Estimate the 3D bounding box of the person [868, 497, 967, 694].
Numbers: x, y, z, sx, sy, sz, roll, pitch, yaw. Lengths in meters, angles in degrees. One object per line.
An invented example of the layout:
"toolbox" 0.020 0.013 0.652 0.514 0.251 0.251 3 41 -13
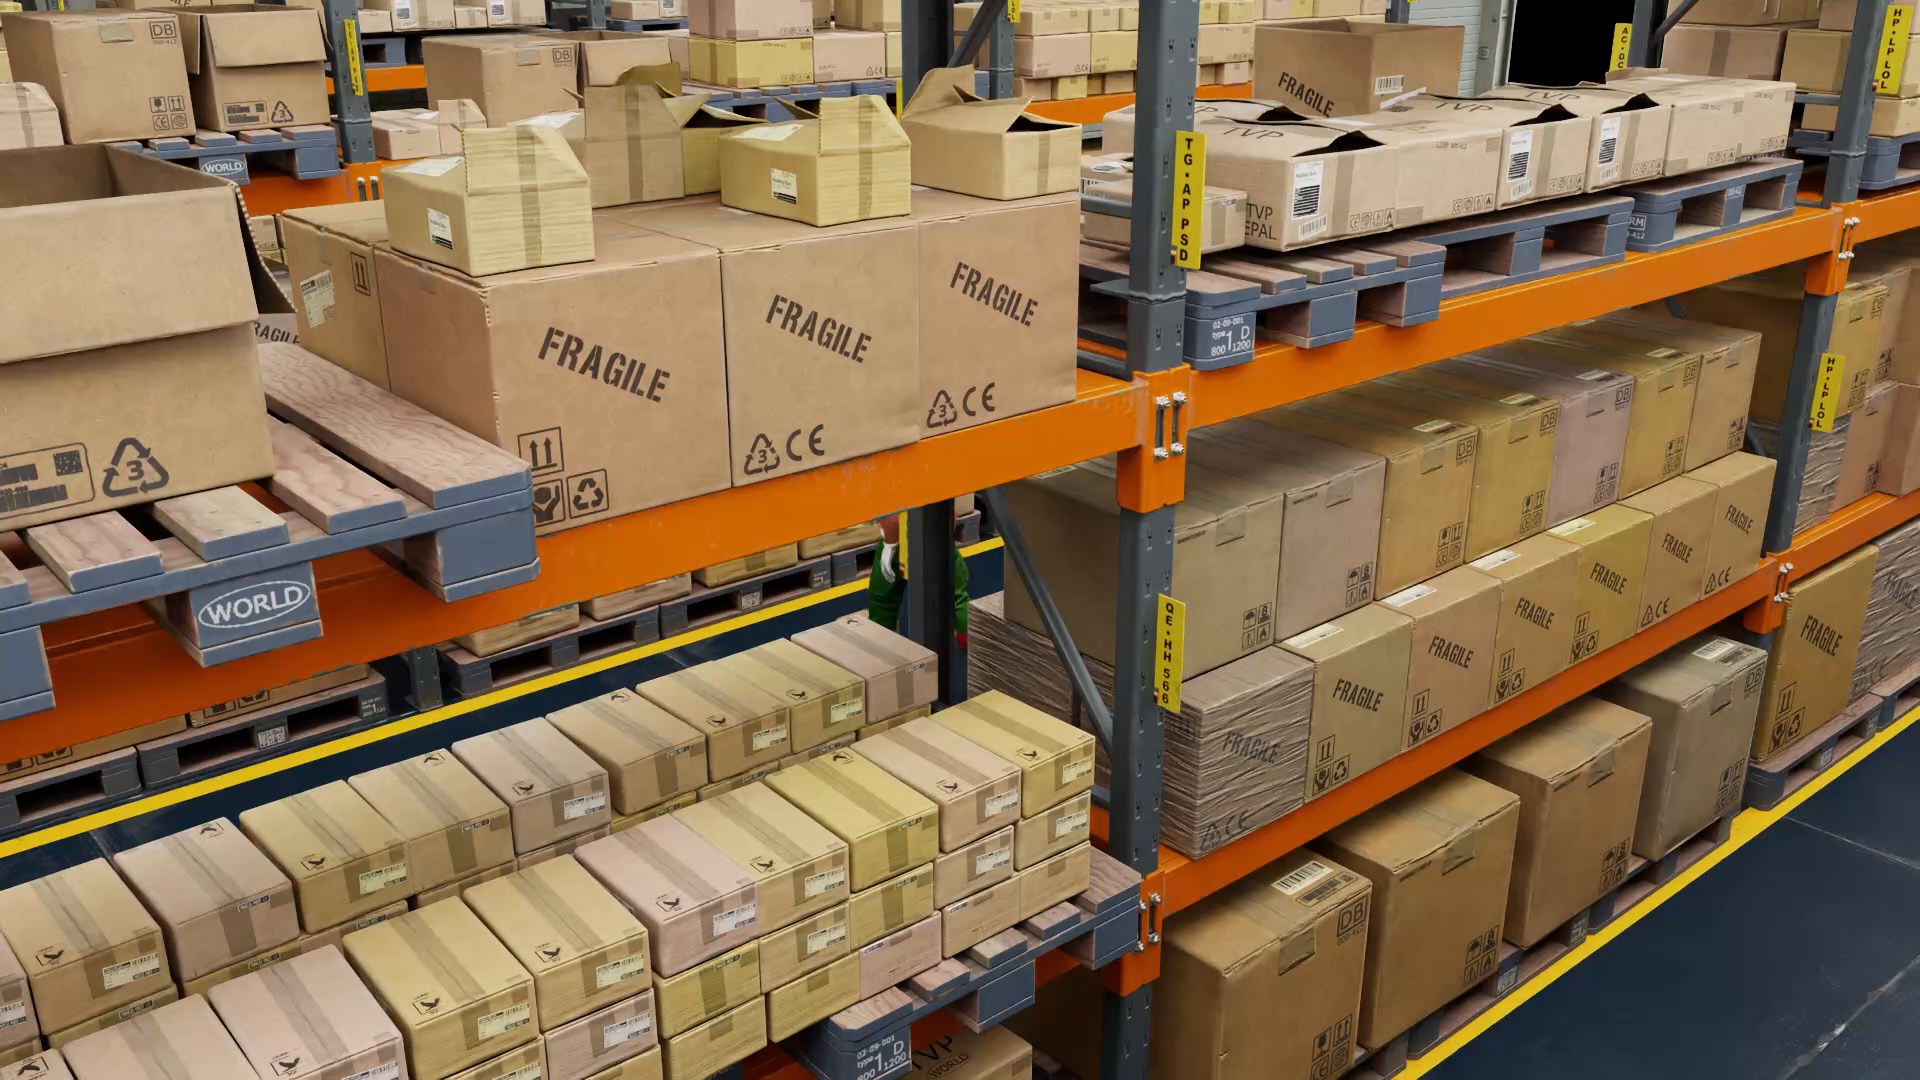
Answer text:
"person" -0.238 -0.030 8.654 0.552 1.791 0.489 -17 26 -37
